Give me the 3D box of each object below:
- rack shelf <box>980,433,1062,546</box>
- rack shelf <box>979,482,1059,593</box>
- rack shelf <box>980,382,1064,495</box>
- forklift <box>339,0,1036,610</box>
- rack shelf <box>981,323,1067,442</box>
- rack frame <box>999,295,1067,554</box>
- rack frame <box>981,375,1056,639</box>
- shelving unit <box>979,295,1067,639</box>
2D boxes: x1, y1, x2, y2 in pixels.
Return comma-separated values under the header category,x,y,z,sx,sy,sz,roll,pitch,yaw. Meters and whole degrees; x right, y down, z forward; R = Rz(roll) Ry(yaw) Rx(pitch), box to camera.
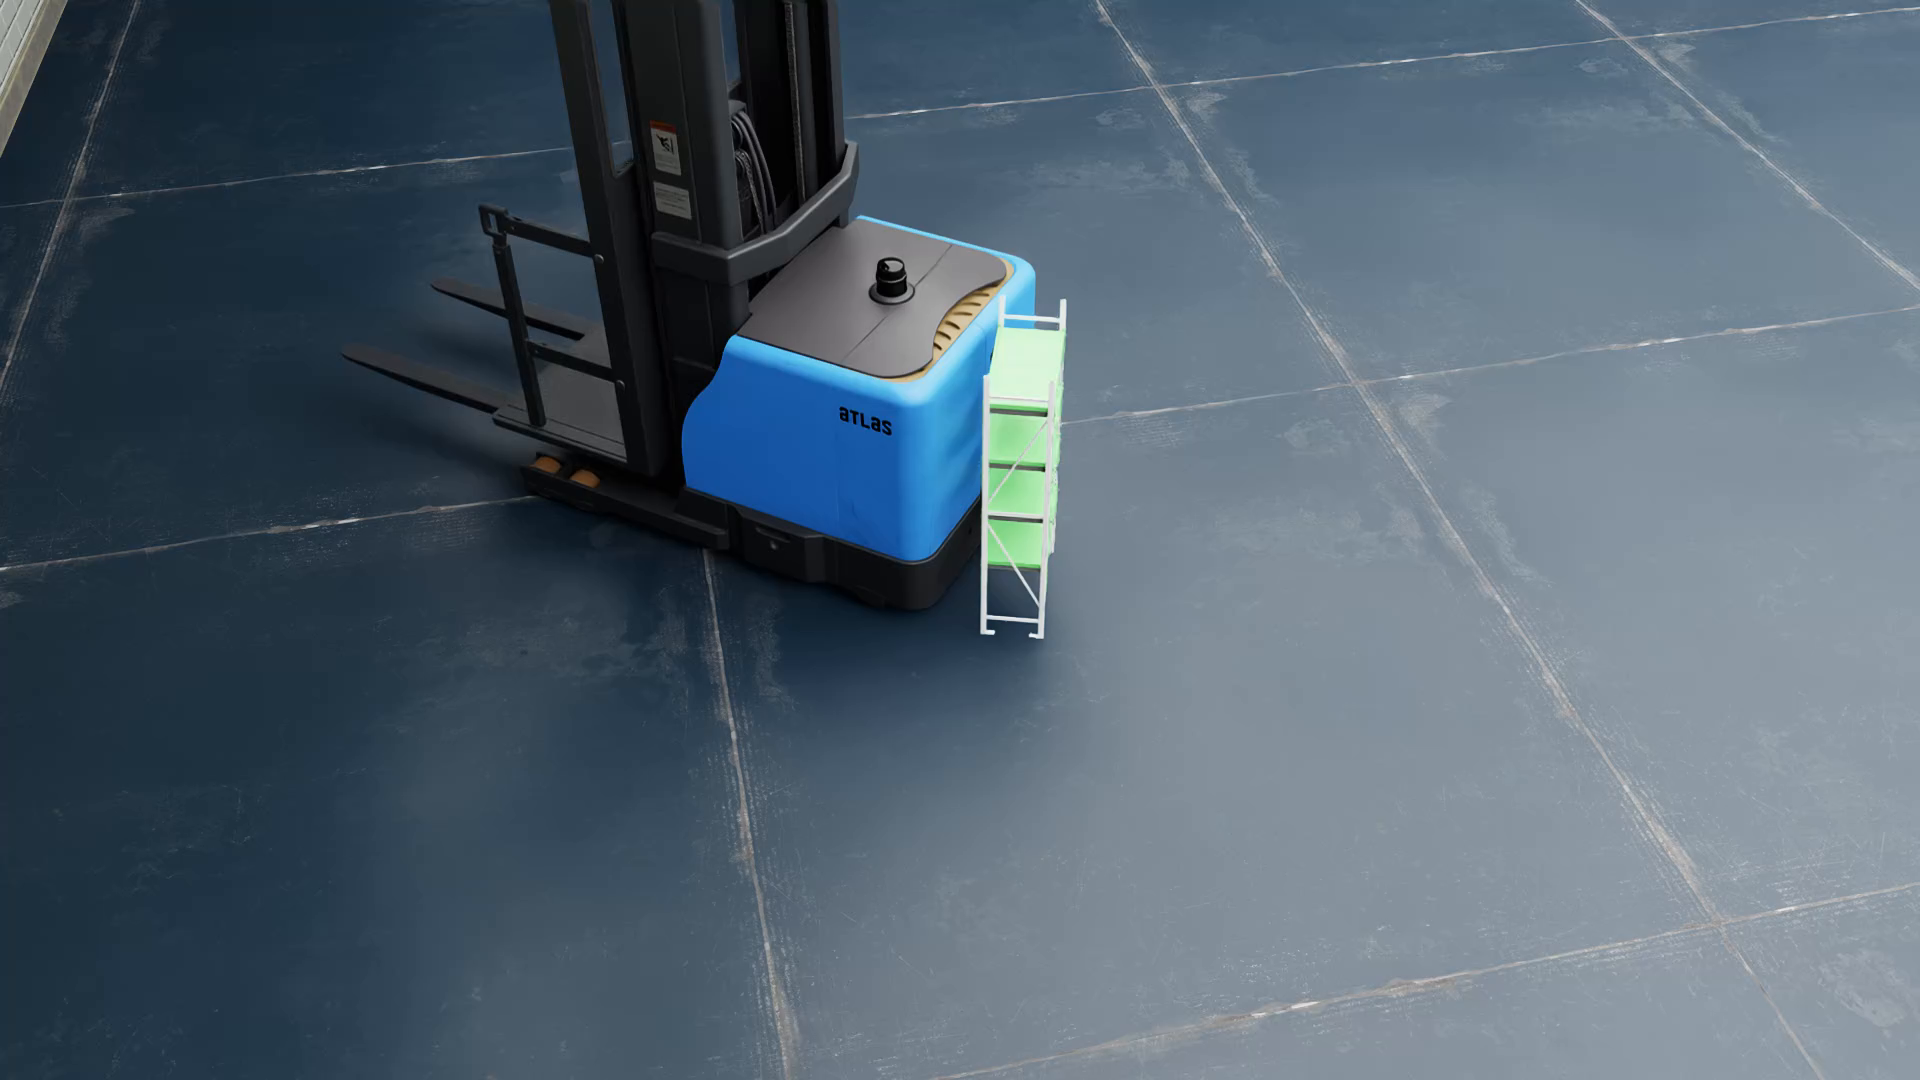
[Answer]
category,x,y,z,sx,sy,sz,roll,pitch,yaw
rack shelf,0.229,-0.200,6.168,0.258,0.148,0.480,5,42,5
rack shelf,0.229,-0.021,6.327,0.258,0.148,0.480,5,42,5
rack shelf,0.229,-0.380,6.009,0.258,0.148,0.480,5,42,5
forklift,-1.249,-1.512,6.246,3.031,2.935,1.130,18,45,20
rack shelf,0.229,-0.559,5.849,0.258,0.148,0.480,5,42,5
rack frame,0.259,-0.409,6.307,0.240,1.200,0.015,5,42,5
rack frame,0.199,-0.087,5.944,0.240,1.200,0.015,5,42,5
shelving unit,0.229,-0.248,6.125,0.258,1.200,0.503,5,42,5
